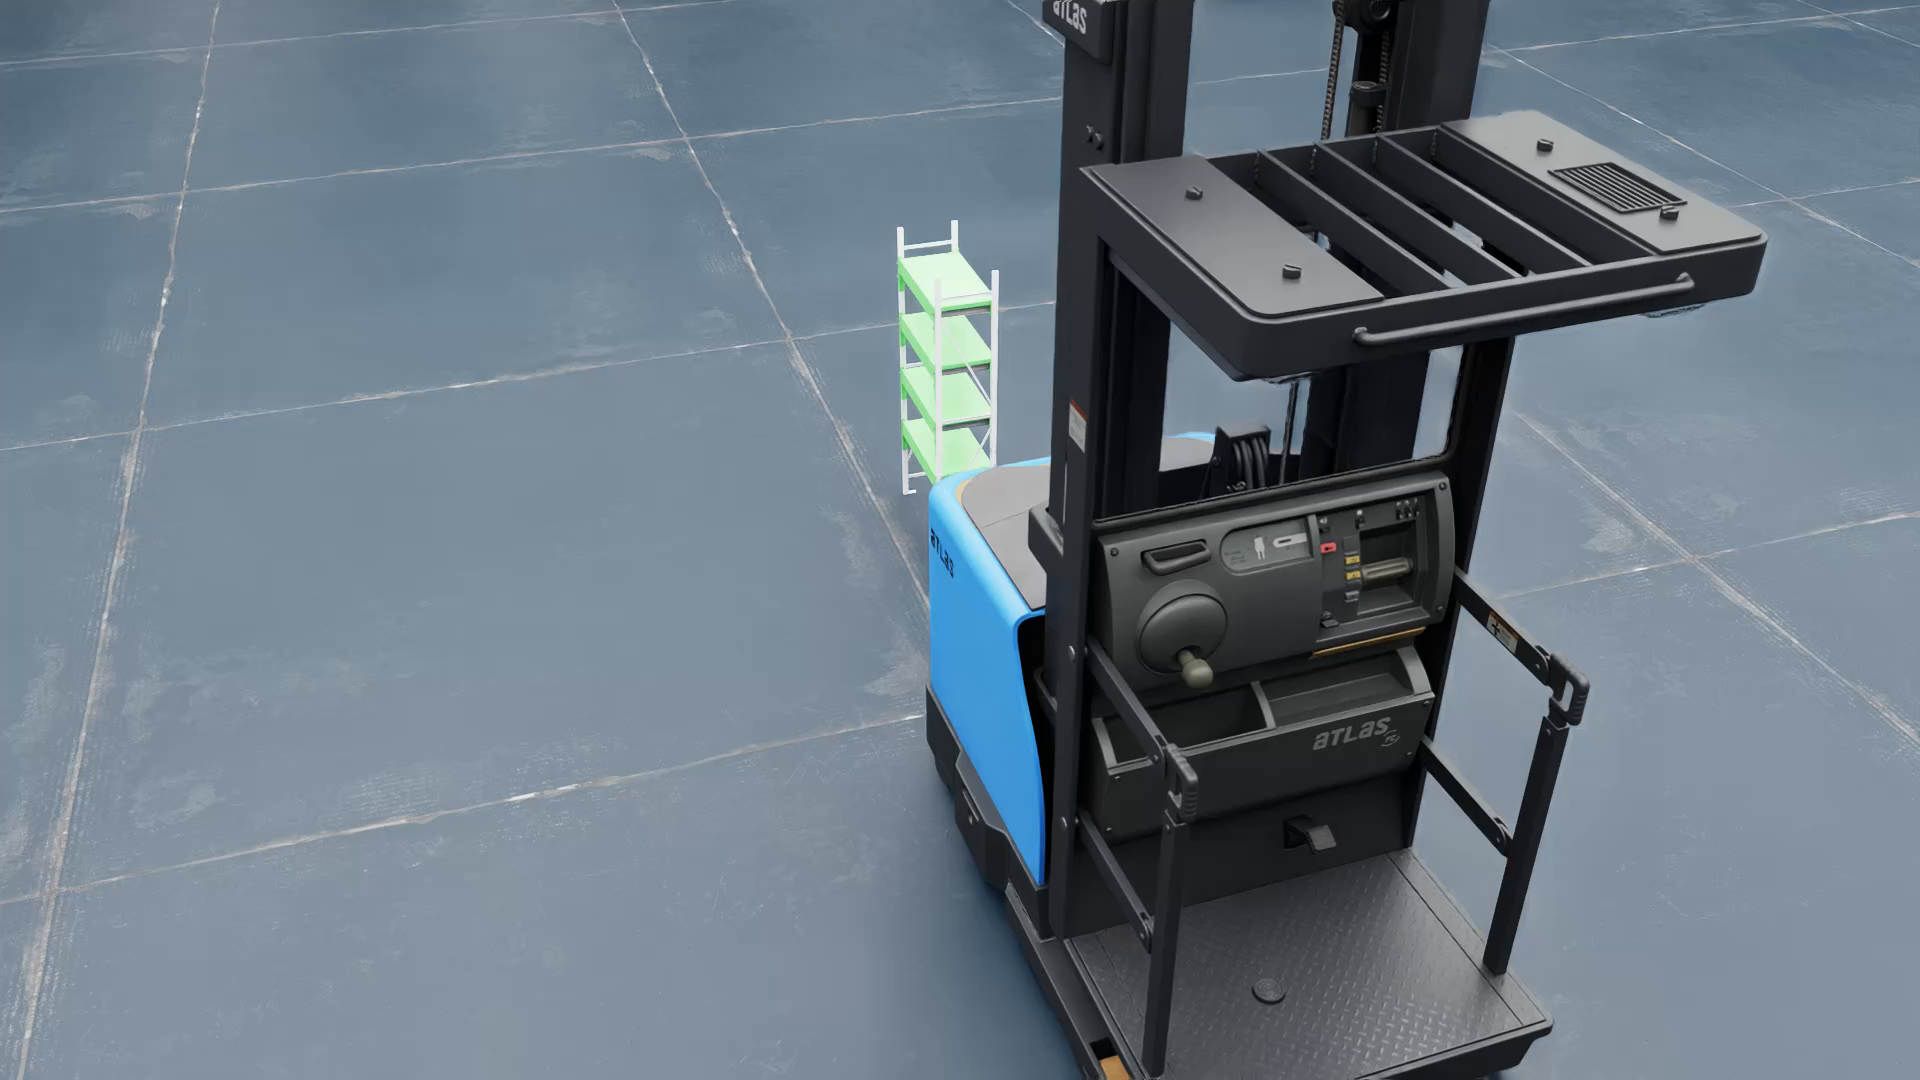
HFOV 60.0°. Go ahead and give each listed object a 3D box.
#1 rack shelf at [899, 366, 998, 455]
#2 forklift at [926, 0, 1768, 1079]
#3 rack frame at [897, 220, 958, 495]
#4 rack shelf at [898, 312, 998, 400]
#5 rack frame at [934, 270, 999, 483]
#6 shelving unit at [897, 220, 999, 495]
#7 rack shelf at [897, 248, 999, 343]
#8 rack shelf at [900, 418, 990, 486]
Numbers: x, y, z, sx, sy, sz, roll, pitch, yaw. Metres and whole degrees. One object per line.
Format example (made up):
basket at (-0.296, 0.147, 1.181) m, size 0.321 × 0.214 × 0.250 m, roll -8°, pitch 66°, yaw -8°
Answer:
rack shelf at (-0.050, -0.534, 6.586) m, size 0.258 × 0.148 × 0.480 m, roll -10°, pitch 35°, yaw -15°
forklift at (0.854, 0.159, 3.851) m, size 1.130 × 2.935 × 3.031 m, roll -11°, pitch 35°, yaw -16°
rack frame at (-0.125, -0.716, 6.745) m, size 0.240 × 1.200 × 0.015 m, roll -10°, pitch 35°, yaw -15°
rack shelf at (-0.050, -0.734, 6.454) m, size 0.258 × 0.148 × 0.480 m, roll -10°, pitch 35°, yaw -15°
rack frame at (0.024, -0.459, 6.357) m, size 0.240 × 1.200 × 0.015 m, roll -10°, pitch 35°, yaw -15°
shelving unit at (-0.050, -0.587, 6.551) m, size 0.258 × 1.200 × 0.503 m, roll -10°, pitch 35°, yaw -15°
rack shelf at (-0.050, -0.935, 6.321) m, size 0.258 × 0.148 × 0.480 m, roll -10°, pitch 35°, yaw -15°
rack shelf at (-0.050, -0.334, 6.718) m, size 0.258 × 0.148 × 0.480 m, roll -10°, pitch 35°, yaw -15°
